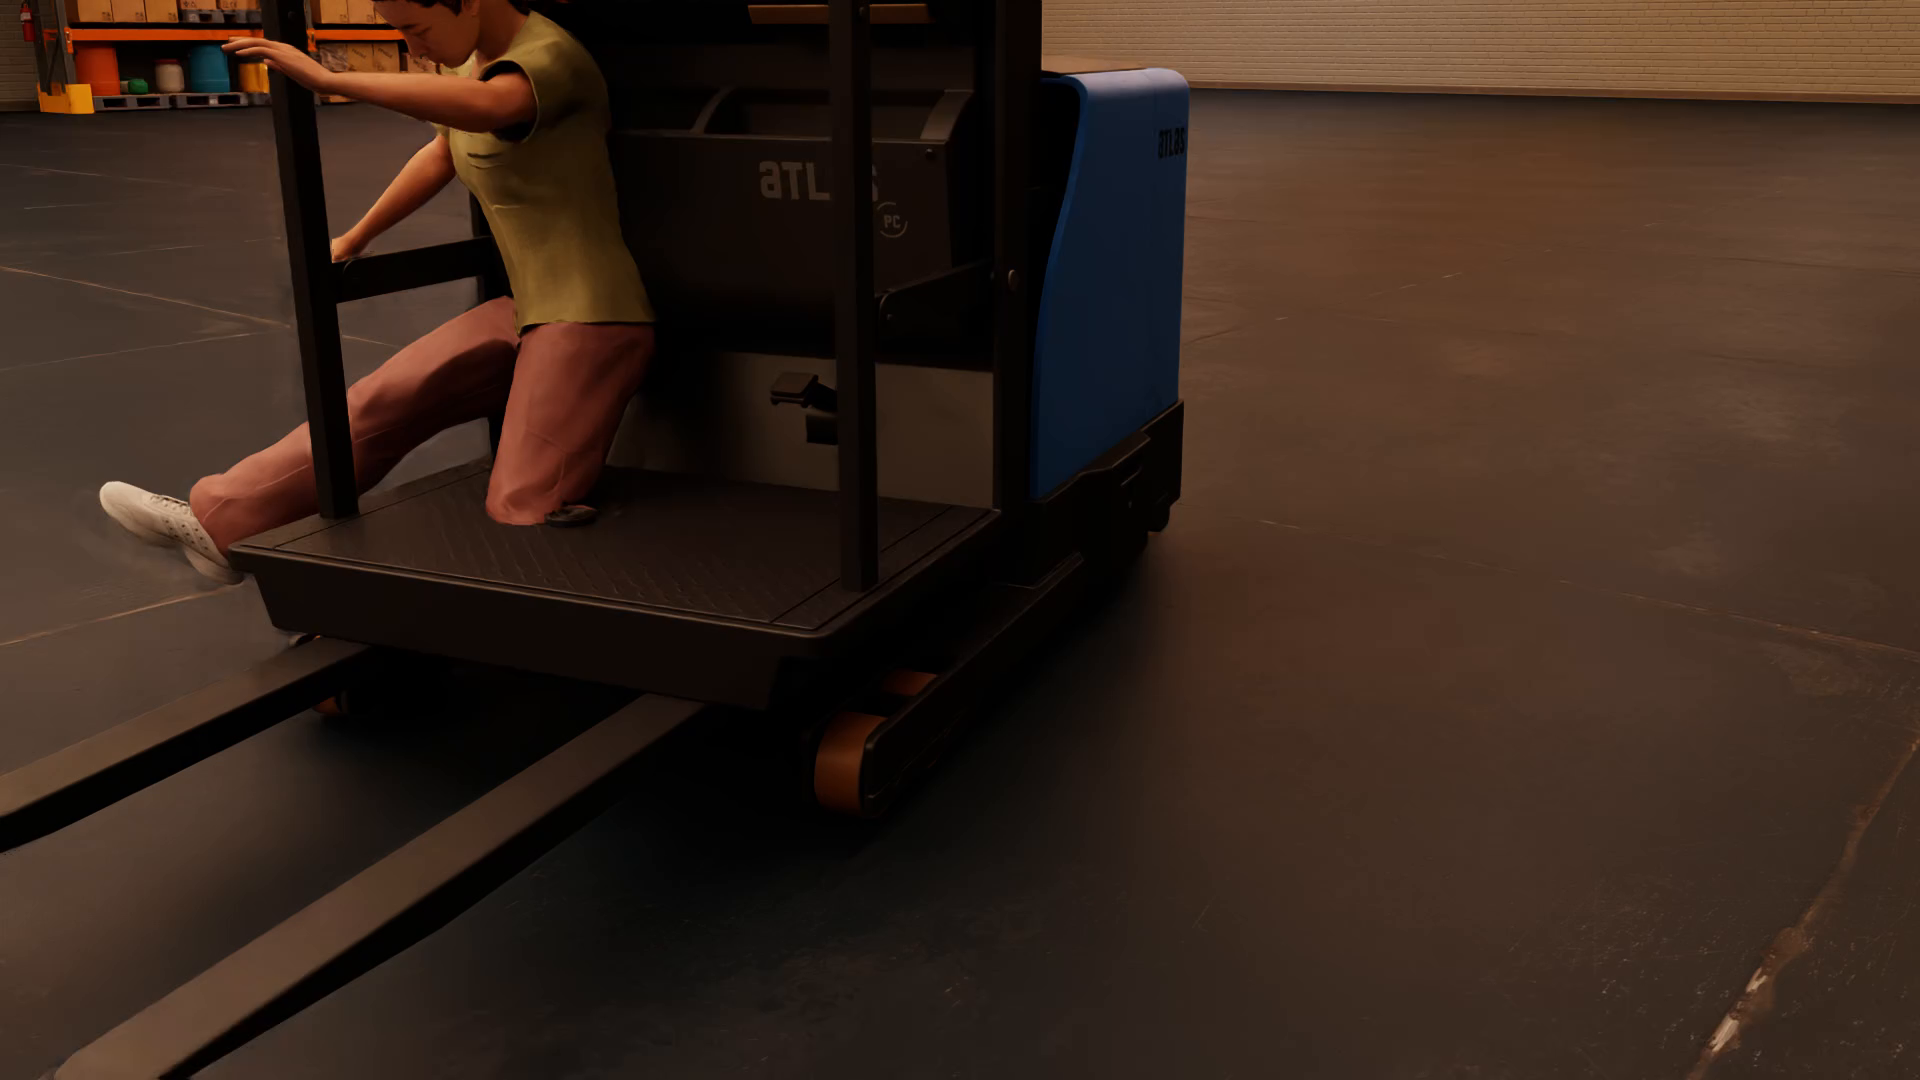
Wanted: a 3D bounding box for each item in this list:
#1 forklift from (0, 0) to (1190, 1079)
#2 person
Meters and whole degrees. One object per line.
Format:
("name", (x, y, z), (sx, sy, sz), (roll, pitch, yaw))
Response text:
("forklift", (-0.502, -1.115, 2.569), (1.130, 2.935, 3.031), (7, 18, 22))
("person", (-0.969, -0.397, 2.913), (1.104, 1.347, 1.001), (-7, 18, -23))
